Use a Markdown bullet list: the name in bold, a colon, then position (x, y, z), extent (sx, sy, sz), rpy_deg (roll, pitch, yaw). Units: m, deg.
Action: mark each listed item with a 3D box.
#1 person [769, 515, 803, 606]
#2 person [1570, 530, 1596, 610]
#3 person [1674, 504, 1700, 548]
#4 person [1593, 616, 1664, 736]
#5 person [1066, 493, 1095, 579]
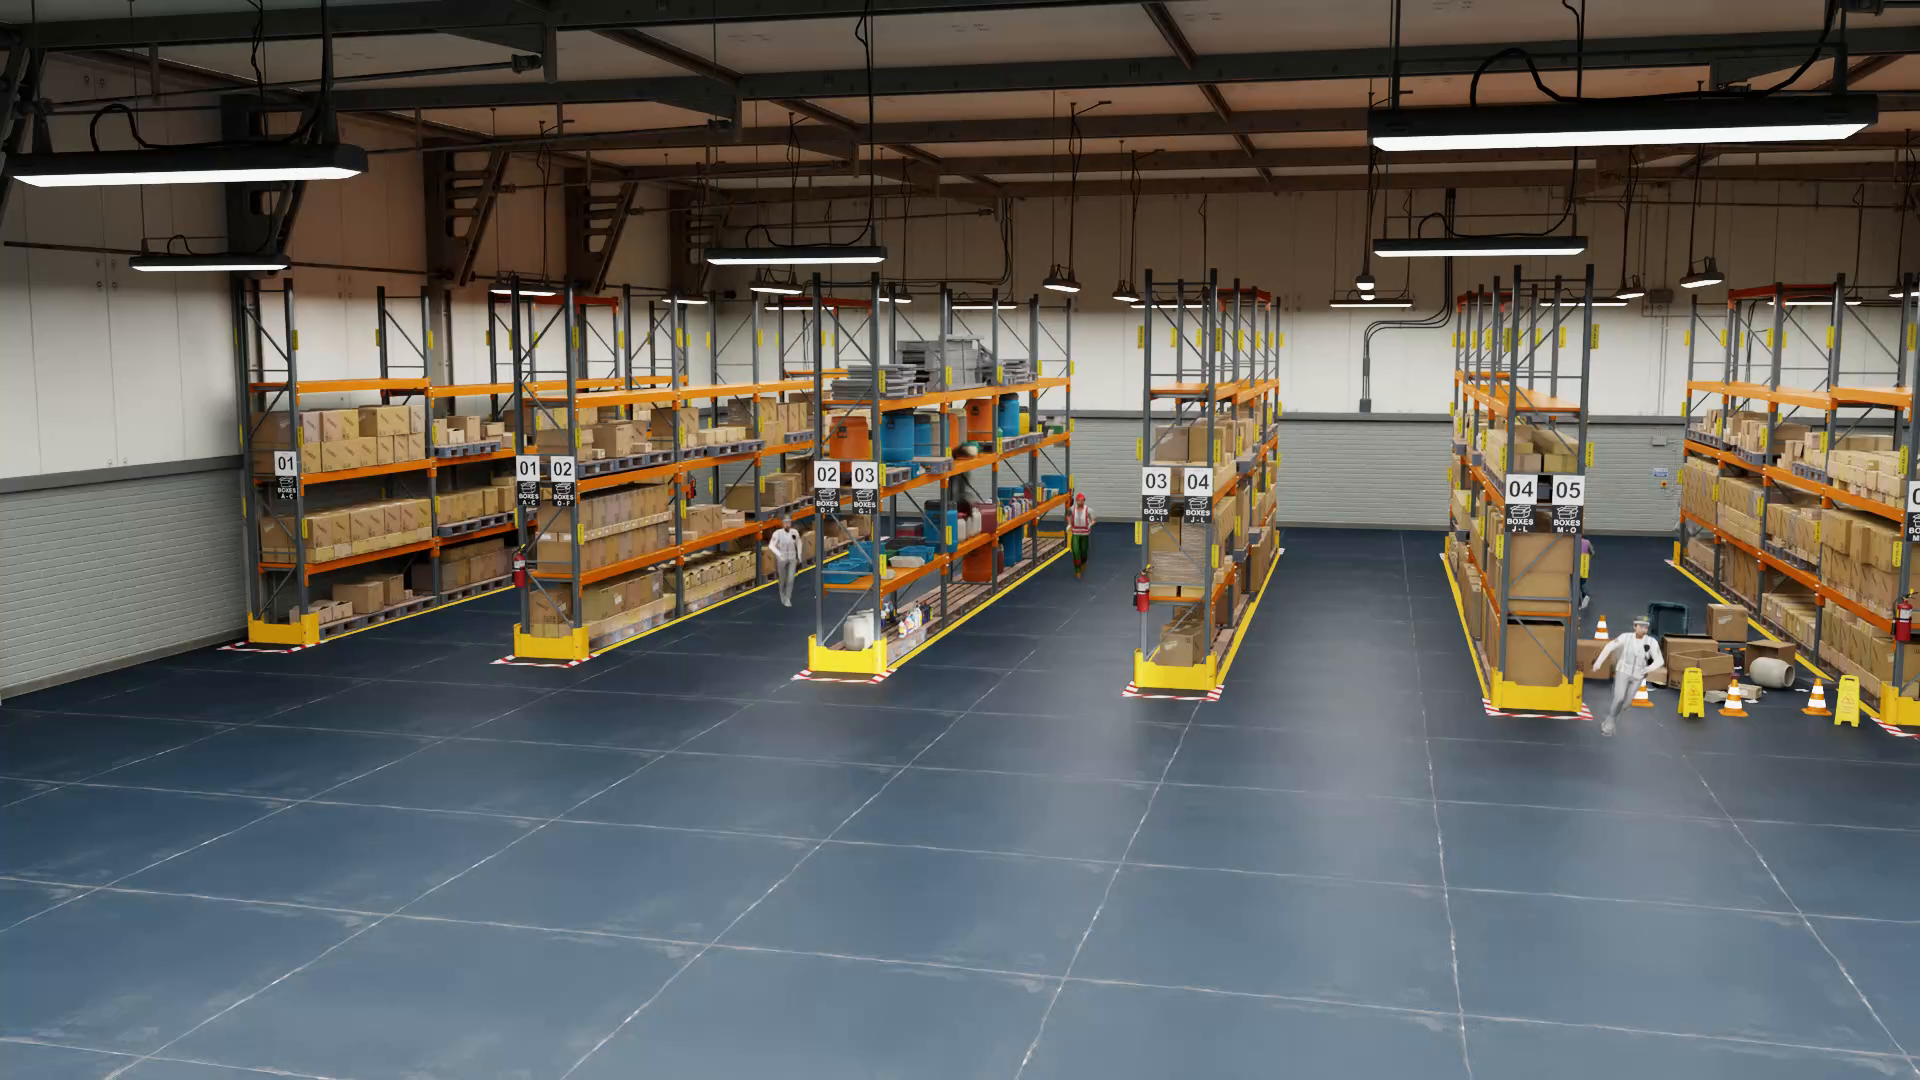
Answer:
- **person**: position (-3.106, 0.358, 29.689), extent (0.609, 1.660, 0.665), rpy_deg (-1, 7, -10)
- **person**: position (11.546, 0.548, 30.913), extent (0.538, 1.543, 0.611), rpy_deg (0, 7, 3)
- **person**: position (17.149, -0.555, 39.112), extent (0.720, 1.787, 0.677), rpy_deg (-1, 7, -6)
- **person**: position (8.444, 1.725, 20.962), extent (0.766, 1.598, 0.661), rpy_deg (1, 7, 8)
- **person**: position (2.561, -0.115, 35.340), extent (0.615, 1.786, 0.991), rpy_deg (1, 7, 5)
